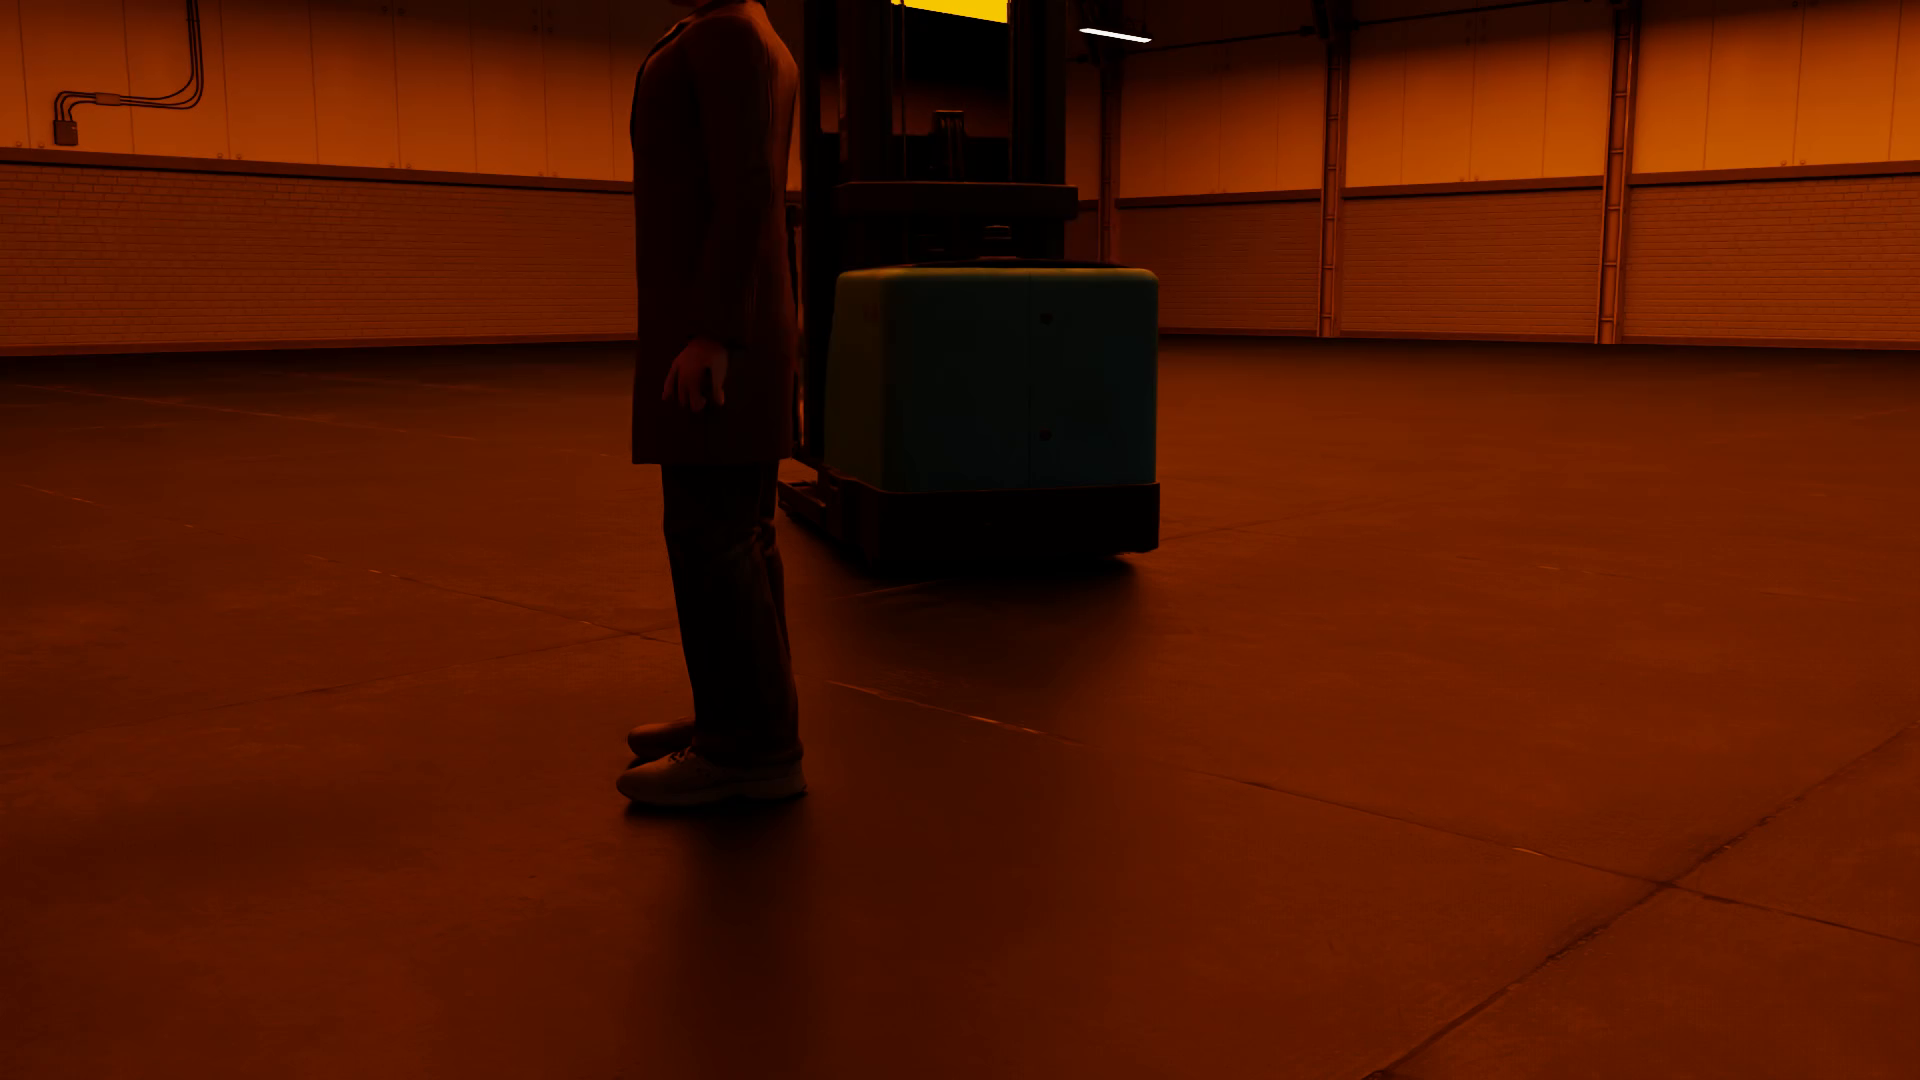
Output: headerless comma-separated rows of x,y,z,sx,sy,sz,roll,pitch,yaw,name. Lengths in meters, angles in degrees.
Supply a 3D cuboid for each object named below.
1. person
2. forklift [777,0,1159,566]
-0.512,-0.339,3.293,0.405,1.692,0.612,0,9,-1,person
-0.184,-1.537,7.078,1.130,2.935,3.031,-3,9,-16,forklift
